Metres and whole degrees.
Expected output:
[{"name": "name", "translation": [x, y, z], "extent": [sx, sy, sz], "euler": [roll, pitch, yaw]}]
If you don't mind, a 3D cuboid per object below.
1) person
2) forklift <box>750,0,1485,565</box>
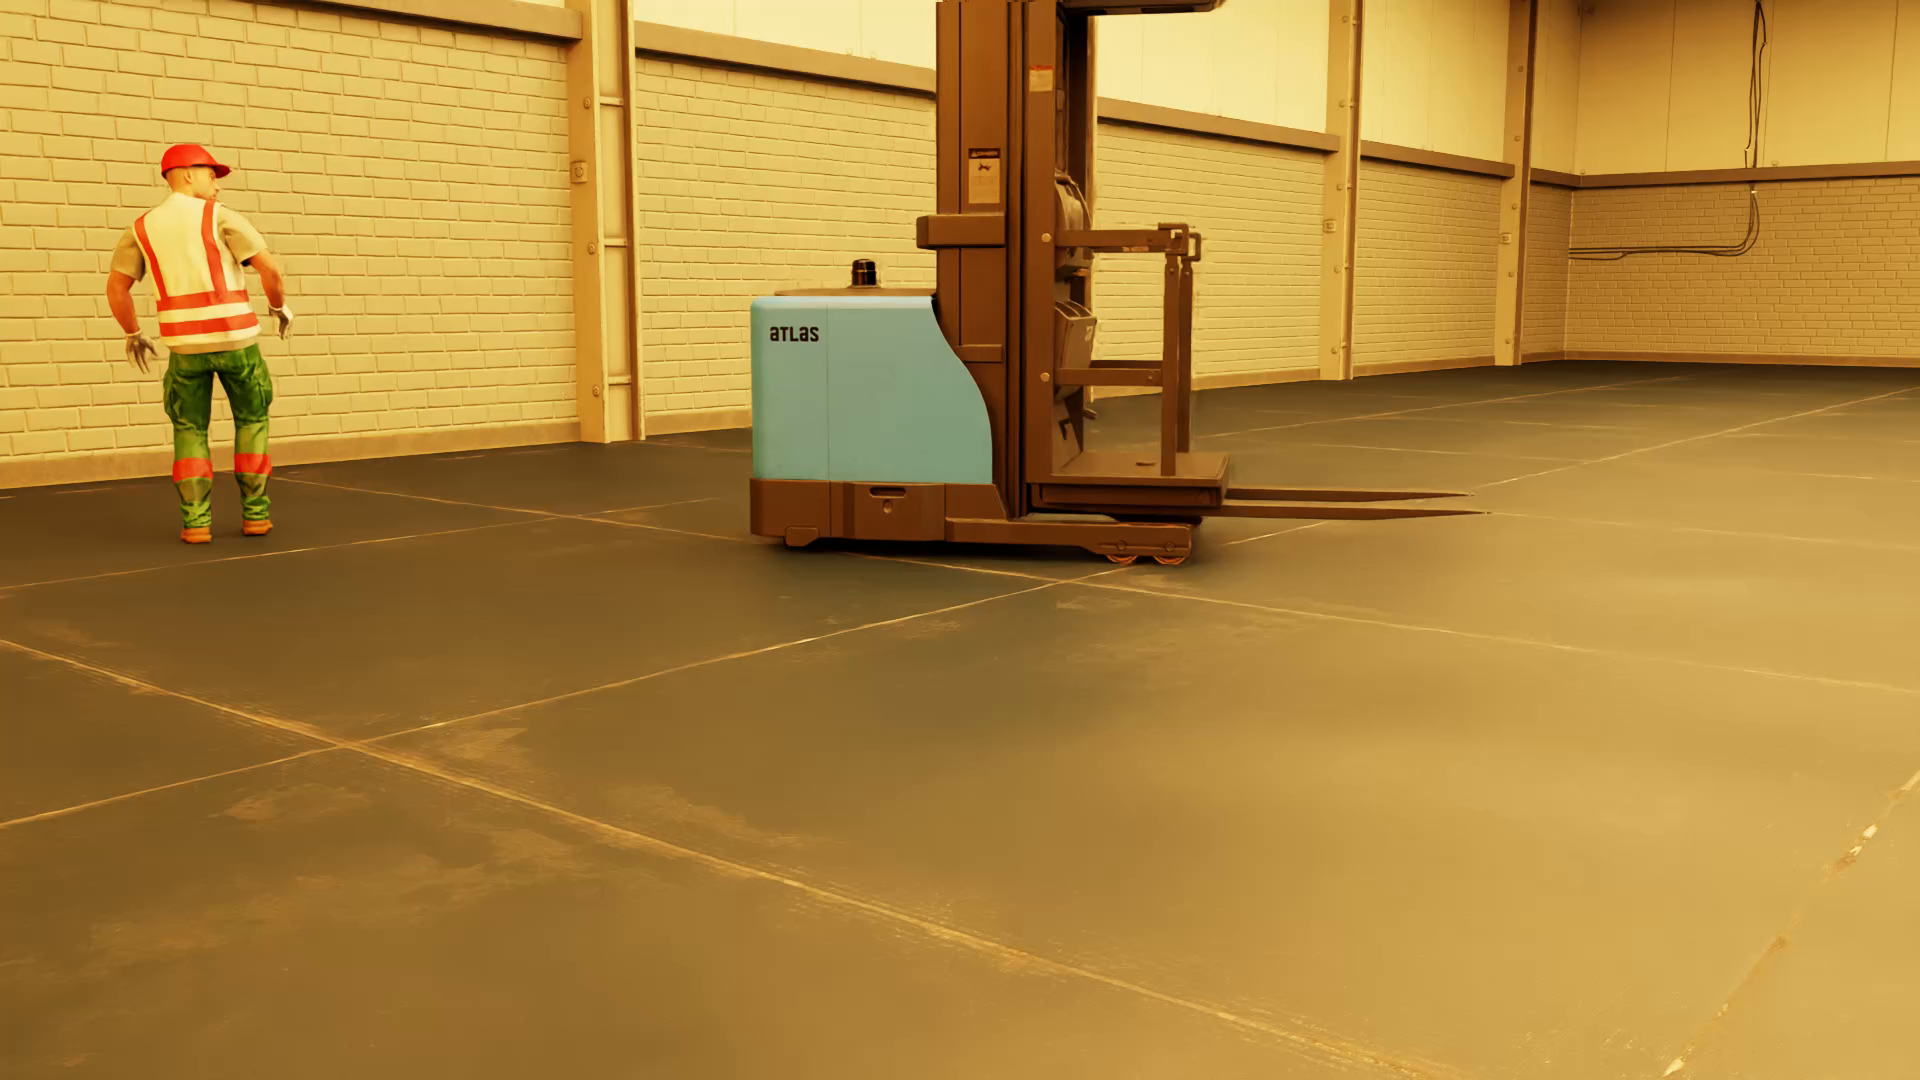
[{"name": "person", "translation": [-3.359, -0.873, 7.390], "extent": [0.740, 1.741, 0.512], "euler": [-2, 8, -11]}, {"name": "forklift", "translation": [0.673, -1.431, 7.063], "extent": [3.031, 2.935, 1.130], "euler": [2, 8, 11]}]
